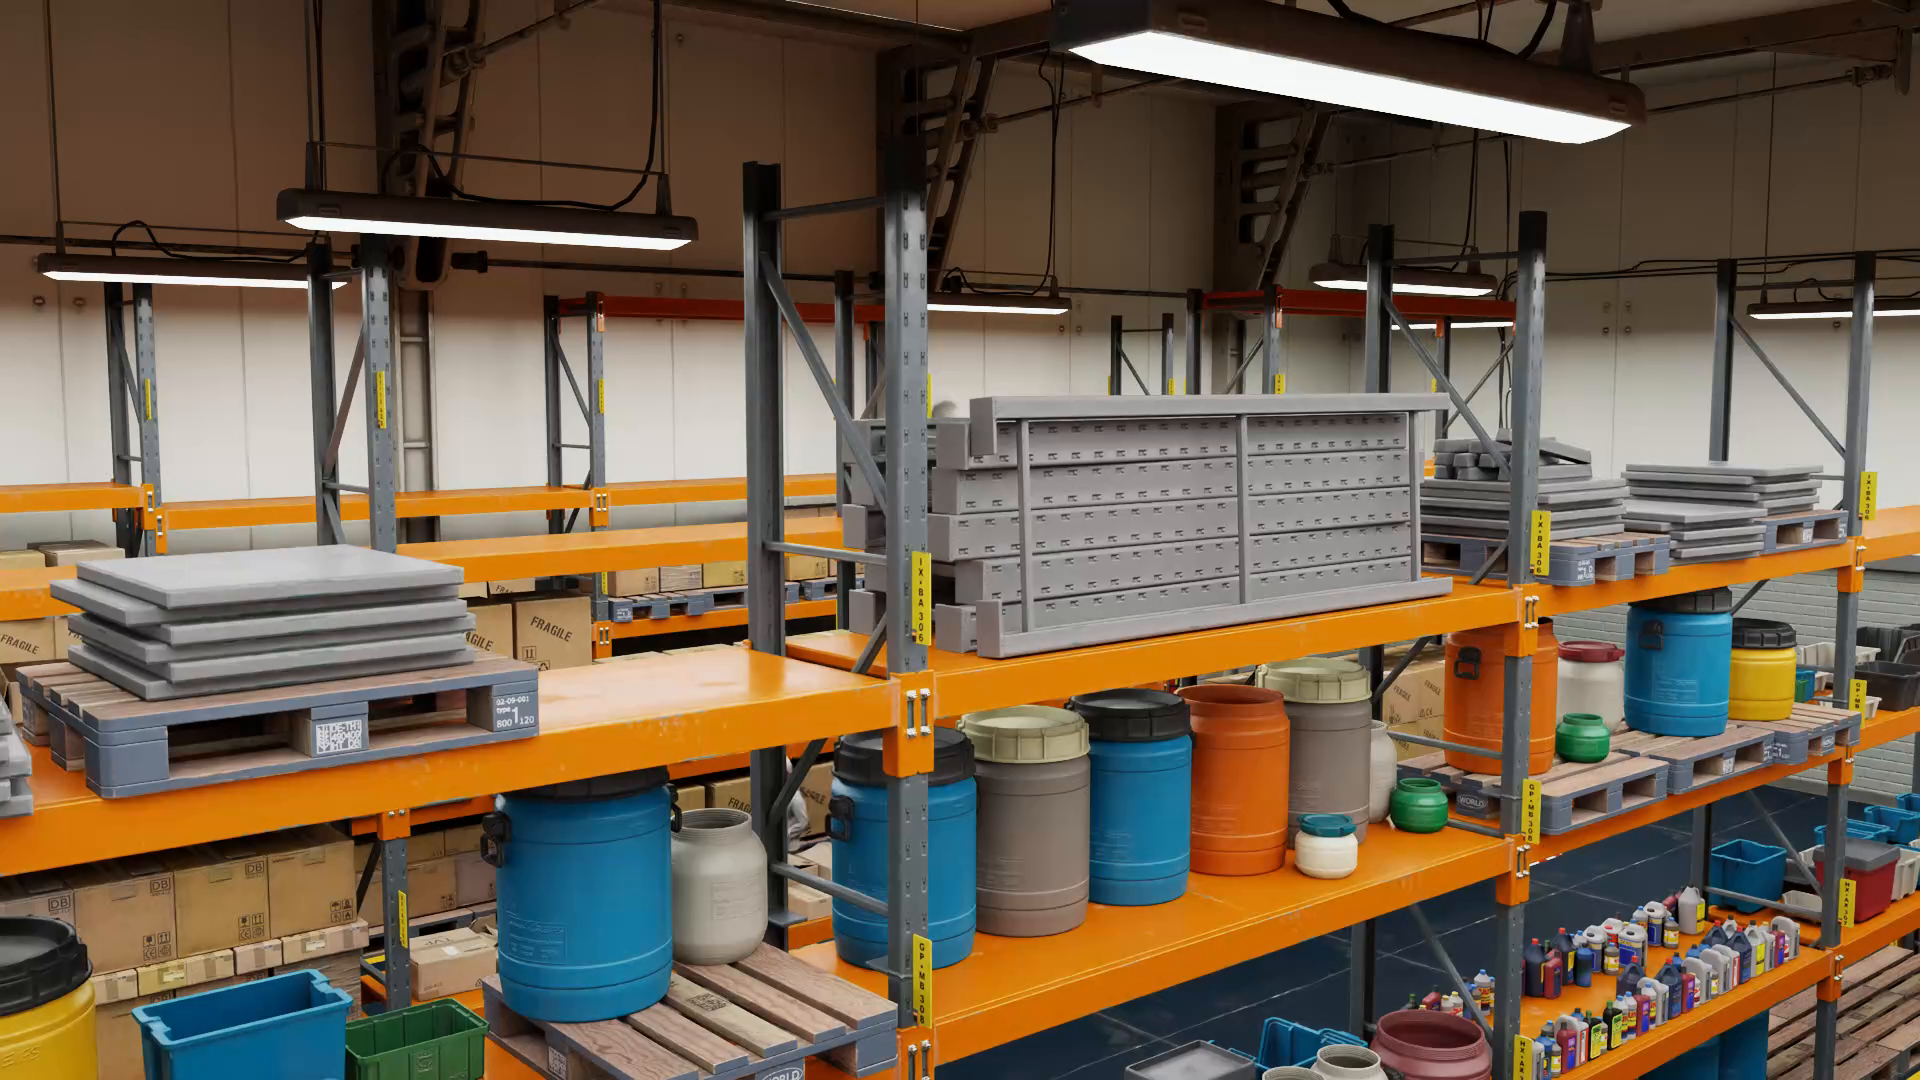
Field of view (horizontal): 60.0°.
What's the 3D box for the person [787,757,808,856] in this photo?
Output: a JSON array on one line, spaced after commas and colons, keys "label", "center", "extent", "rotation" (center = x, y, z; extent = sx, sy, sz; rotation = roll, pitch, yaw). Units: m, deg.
[{"label": "person", "center": [-1.687, 2.839, 15.375], "extent": [0.662, 1.728, 0.581], "rotation": [4, 7, 38]}]
